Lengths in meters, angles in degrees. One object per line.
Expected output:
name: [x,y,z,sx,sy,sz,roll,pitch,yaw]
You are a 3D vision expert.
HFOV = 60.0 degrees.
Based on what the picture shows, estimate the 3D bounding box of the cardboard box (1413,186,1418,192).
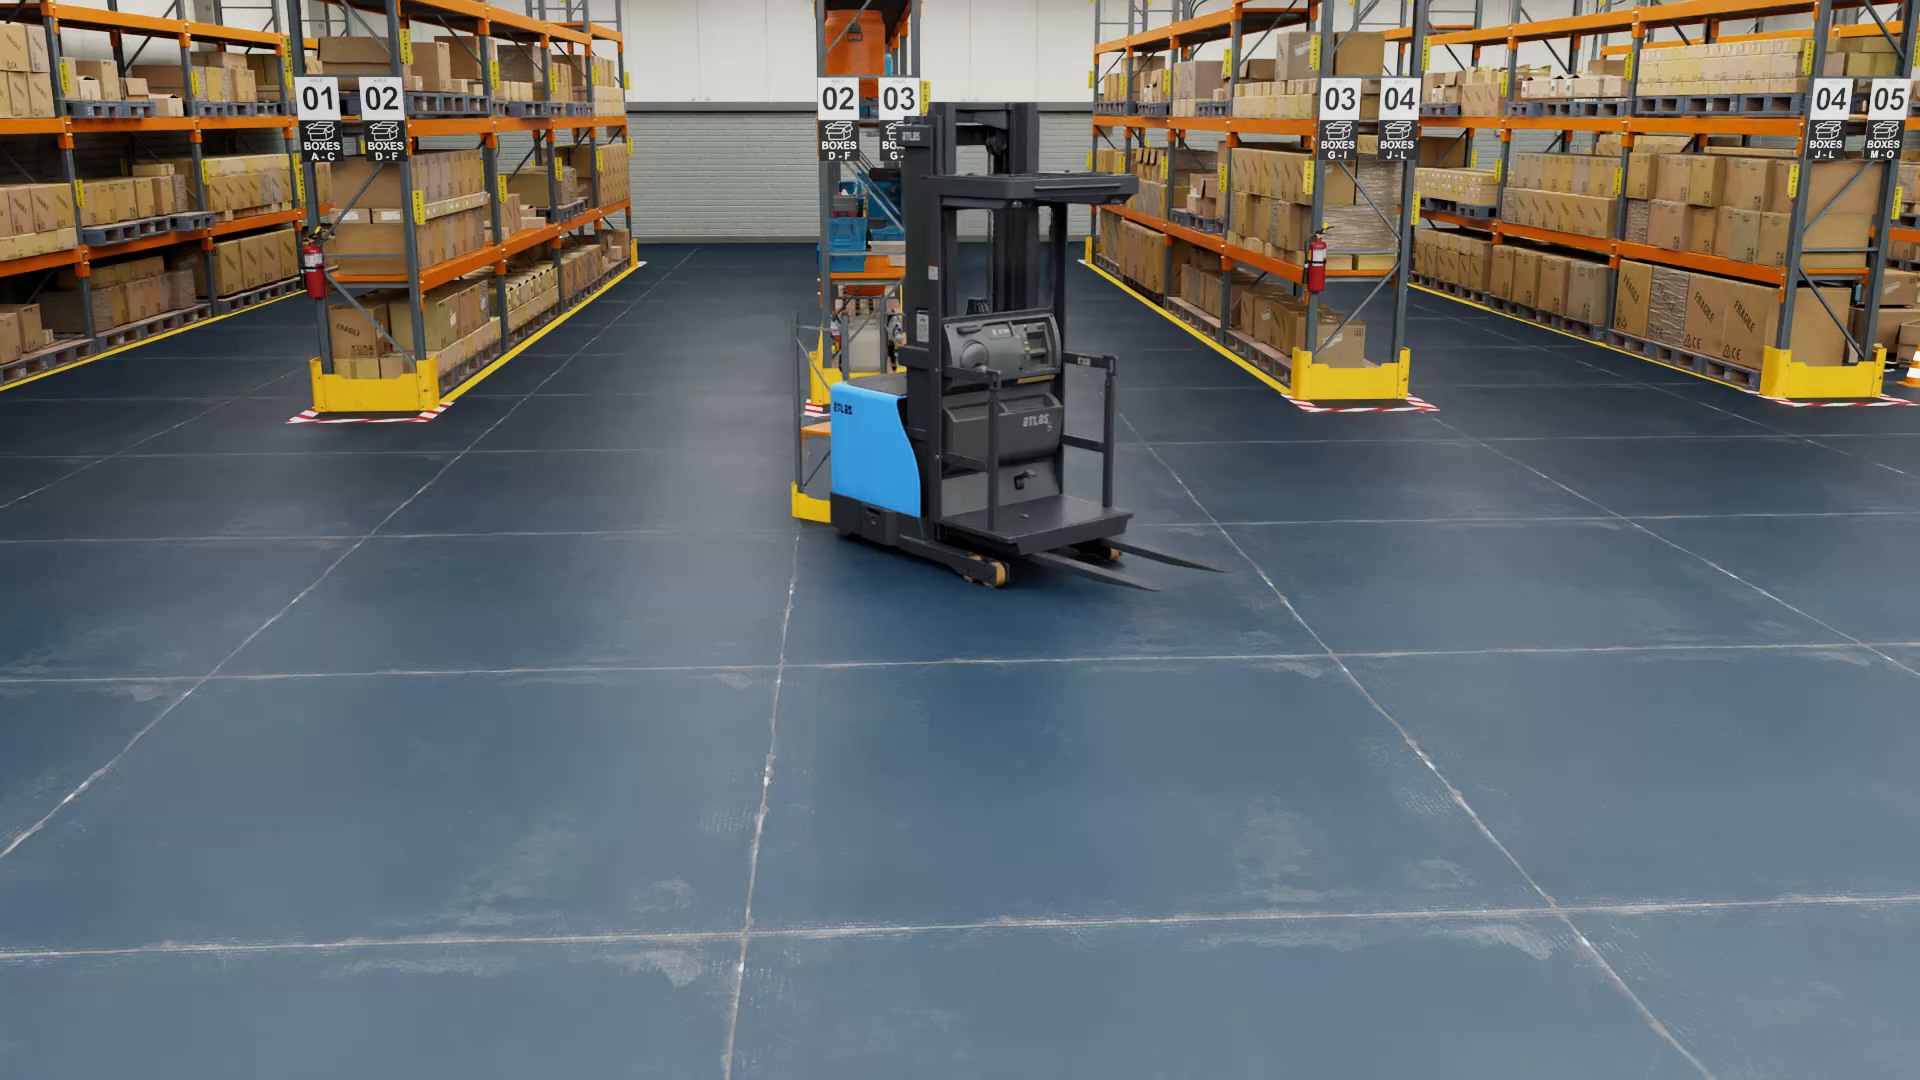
cardboard box: [7.857,-5.872,27.992,0.380,0.149,0.250,-1,14,-3]

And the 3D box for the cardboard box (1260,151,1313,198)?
cardboard box: [3.687,-4.112,18.683,0.500,0.500,0.500,-1,14,-3]

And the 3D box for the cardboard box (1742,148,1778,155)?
cardboard box: [13.069,-6.106,27.030,0.500,0.500,0.500,-1,14,-4]

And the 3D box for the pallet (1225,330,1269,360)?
pallet: [3.885,-2.407,20.457,1.003,0.211,1.213,-1,14,-3]

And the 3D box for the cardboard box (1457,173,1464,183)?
cardboard box: [7.979,-5.648,25.927,0.380,0.149,0.250,0,14,-2]

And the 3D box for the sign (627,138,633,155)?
sign: [-6.268,-7.473,31.595,0.100,0.325,0.005,-1,14,-3]

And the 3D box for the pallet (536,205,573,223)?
pallet: [-6.440,-4.841,24.707,1.213,0.211,1.003,-1,14,-3]

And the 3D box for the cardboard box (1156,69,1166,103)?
cardboard box: [3.309,-6.987,25.598,0.500,0.500,0.500,0,14,0]

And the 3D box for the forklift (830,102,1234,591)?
forklift: [0.415,-1.259,10.536,1.130,2.935,3.031,-12,18,-38]

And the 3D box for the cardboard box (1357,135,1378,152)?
cardboard box: [7.821,-7.395,31.444,0.500,0.500,0.500,0,14,-2]

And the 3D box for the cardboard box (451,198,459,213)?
cardboard box: [-5.753,-3.688,18.338,0.380,0.149,0.250,0,14,-2]

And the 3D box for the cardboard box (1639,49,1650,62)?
cardboard box: [8.448,-5.848,20.077,0.380,0.149,0.250,-1,14,-3]

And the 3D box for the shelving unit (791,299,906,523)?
shelving unit: [-0.688,-0.968,12.278,0.587,1.500,1.083,10,18,34]

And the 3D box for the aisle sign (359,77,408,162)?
aisle sign: [-5.522,-4.024,15.930,0.394,0.787,0.004,-1,14,-3]

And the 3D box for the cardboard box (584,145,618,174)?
cardboard box: [-6.421,-6.800,29.728,0.500,0.500,0.500,0,14,-2]

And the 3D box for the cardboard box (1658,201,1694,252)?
cardboard box: [8.772,-3.684,19.522,0.875,0.550,0.550,-1,14,-3]

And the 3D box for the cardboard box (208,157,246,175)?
cardboard box: [-11.111,-5.629,25.042,0.500,0.250,0.500,-1,14,-3]

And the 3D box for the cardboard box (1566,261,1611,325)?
cardboard box: [8.636,-3.242,21.779,1.050,0.750,0.750,-1,14,-4]

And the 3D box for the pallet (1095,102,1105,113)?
pallet: [3.121,-8.133,31.276,1.003,0.211,1.213,-1,14,-3]

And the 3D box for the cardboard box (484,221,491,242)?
cardboard box: [-6.154,-3.821,20.657,0.500,0.250,0.500,0,14,0]

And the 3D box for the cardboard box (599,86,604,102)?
cardboard box: [-6.390,-7.632,28.449,0.500,0.250,0.500,-1,14,-3]

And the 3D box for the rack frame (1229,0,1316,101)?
rack frame: [3.808,-6.829,20.009,1.000,3.000,0.127,-1,14,-3]

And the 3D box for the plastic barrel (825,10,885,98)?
plastic barrel: [-1.045,-4.835,16.575,0.600,0.830,0.708,-1,14,-3]

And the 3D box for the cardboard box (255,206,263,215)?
cardboard box: [-11.181,-5.175,26.086,0.380,0.149,0.250,-1,14,-5]

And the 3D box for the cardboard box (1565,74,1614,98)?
cardboard box: [8.436,-6.069,22.210,0.500,0.311,0.500,-1,14,-5]

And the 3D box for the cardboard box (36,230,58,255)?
cardboard box: [-10.669,-3.394,18.959,0.500,0.250,0.500,-1,14,-3]

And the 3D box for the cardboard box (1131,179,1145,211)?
cardboard box: [3.123,-5.718,27.531,0.500,0.500,0.500,-1,14,-3]

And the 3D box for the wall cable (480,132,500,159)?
wall cable: [-11.761,-9.492,36.592,3.097,2.526,0.112,-1,14,-3]

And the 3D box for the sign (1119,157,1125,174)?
sign: [2.758,-6.362,28.336,0.100,0.325,0.005,-1,14,-3]

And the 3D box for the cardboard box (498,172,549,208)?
cardboard box: [-6.479,-5.173,24.569,0.700,0.500,0.500,-6,16,-22]

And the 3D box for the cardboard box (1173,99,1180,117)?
cardboard box: [3.335,-6.178,23.798,0.500,0.250,0.500,-1,14,-2]

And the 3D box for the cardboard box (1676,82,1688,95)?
cardboard box: [8.513,-5.209,19.193,0.380,0.149,0.250,-1,14,-4]

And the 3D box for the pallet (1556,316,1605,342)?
pallet: [8.641,-2.815,22.045,1.003,0.211,1.213,-1,14,-3]

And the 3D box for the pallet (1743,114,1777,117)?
pallet: [13.286,-6.870,26.567,1.003,0.211,1.213,0,14,-1]

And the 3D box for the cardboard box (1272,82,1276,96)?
cardboard box: [3.689,-5.024,18.514,0.380,0.149,0.250,-1,14,-2]

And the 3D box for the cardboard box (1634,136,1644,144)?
cardboard box: [12.755,-7.429,30.871,0.380,0.149,0.250,-1,14,-5]

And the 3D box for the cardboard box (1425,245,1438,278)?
cardboard box: [8.084,-4.638,27.707,0.500,0.500,0.500,0,14,-1]

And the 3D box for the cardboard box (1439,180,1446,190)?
cardboard box: [7.933,-5.696,26.711,0.380,0.149,0.250,-1,14,-5]

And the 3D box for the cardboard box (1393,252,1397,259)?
cardboard box: [7.903,-5.072,29.501,0.380,0.149,0.250,-2,15,-6]

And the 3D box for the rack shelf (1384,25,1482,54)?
rack shelf: [8.145,-9.017,29.965,1.077,0.370,4.000,-1,14,-3]

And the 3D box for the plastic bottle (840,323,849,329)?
plastic bottle: [-1.316,-2.390,19.378,0.152,0.276,0.135,-1,14,-3]

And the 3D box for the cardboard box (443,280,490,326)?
cardboard box: [-5.814,-2.770,19.443,0.500,0.500,0.500,-1,14,-3]

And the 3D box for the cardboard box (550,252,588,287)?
cardboard box: [-6.172,-4.271,26.240,0.500,0.500,0.500,-1,14,-5]

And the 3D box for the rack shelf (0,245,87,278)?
rack shelf: [-10.900,-2.848,18.021,1.077,0.370,4.000,-1,14,-3]

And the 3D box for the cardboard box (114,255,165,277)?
cardboard box: [-11.202,-3.734,22.647,0.500,0.250,0.500,-1,14,-2]

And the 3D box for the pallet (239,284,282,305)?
pallet: [-11.318,-3.838,26.021,1.003,0.211,1.213,-1,14,-3]

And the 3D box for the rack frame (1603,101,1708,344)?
rack frame: [8.764,-3.975,20.956,1.000,3.000,0.127,-1,14,-3]

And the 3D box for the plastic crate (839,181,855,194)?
plastic crate: [-2.001,-5.969,28.617,0.392,0.384,0.575,-1,14,-3]

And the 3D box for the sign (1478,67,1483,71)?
sign: [8.822,-7.868,28.238,0.100,0.325,0.005,-1,14,-3]

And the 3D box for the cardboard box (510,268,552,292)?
cardboard box: [-6.011,-3.654,23.259,0.500,0.311,0.500,-1,14,-4]

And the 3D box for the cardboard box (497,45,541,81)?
cardboard box: [-6.348,-6.860,23.943,0.500,0.500,0.500,-1,14,-3]

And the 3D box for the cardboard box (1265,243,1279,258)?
cardboard box: [3.634,-3.246,18.628,0.380,0.149,0.250,-1,14,-3]

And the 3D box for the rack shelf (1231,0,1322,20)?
rack shelf: [3.932,-5.982,18.165,1.077,0.370,4.000,-1,14,-3]
